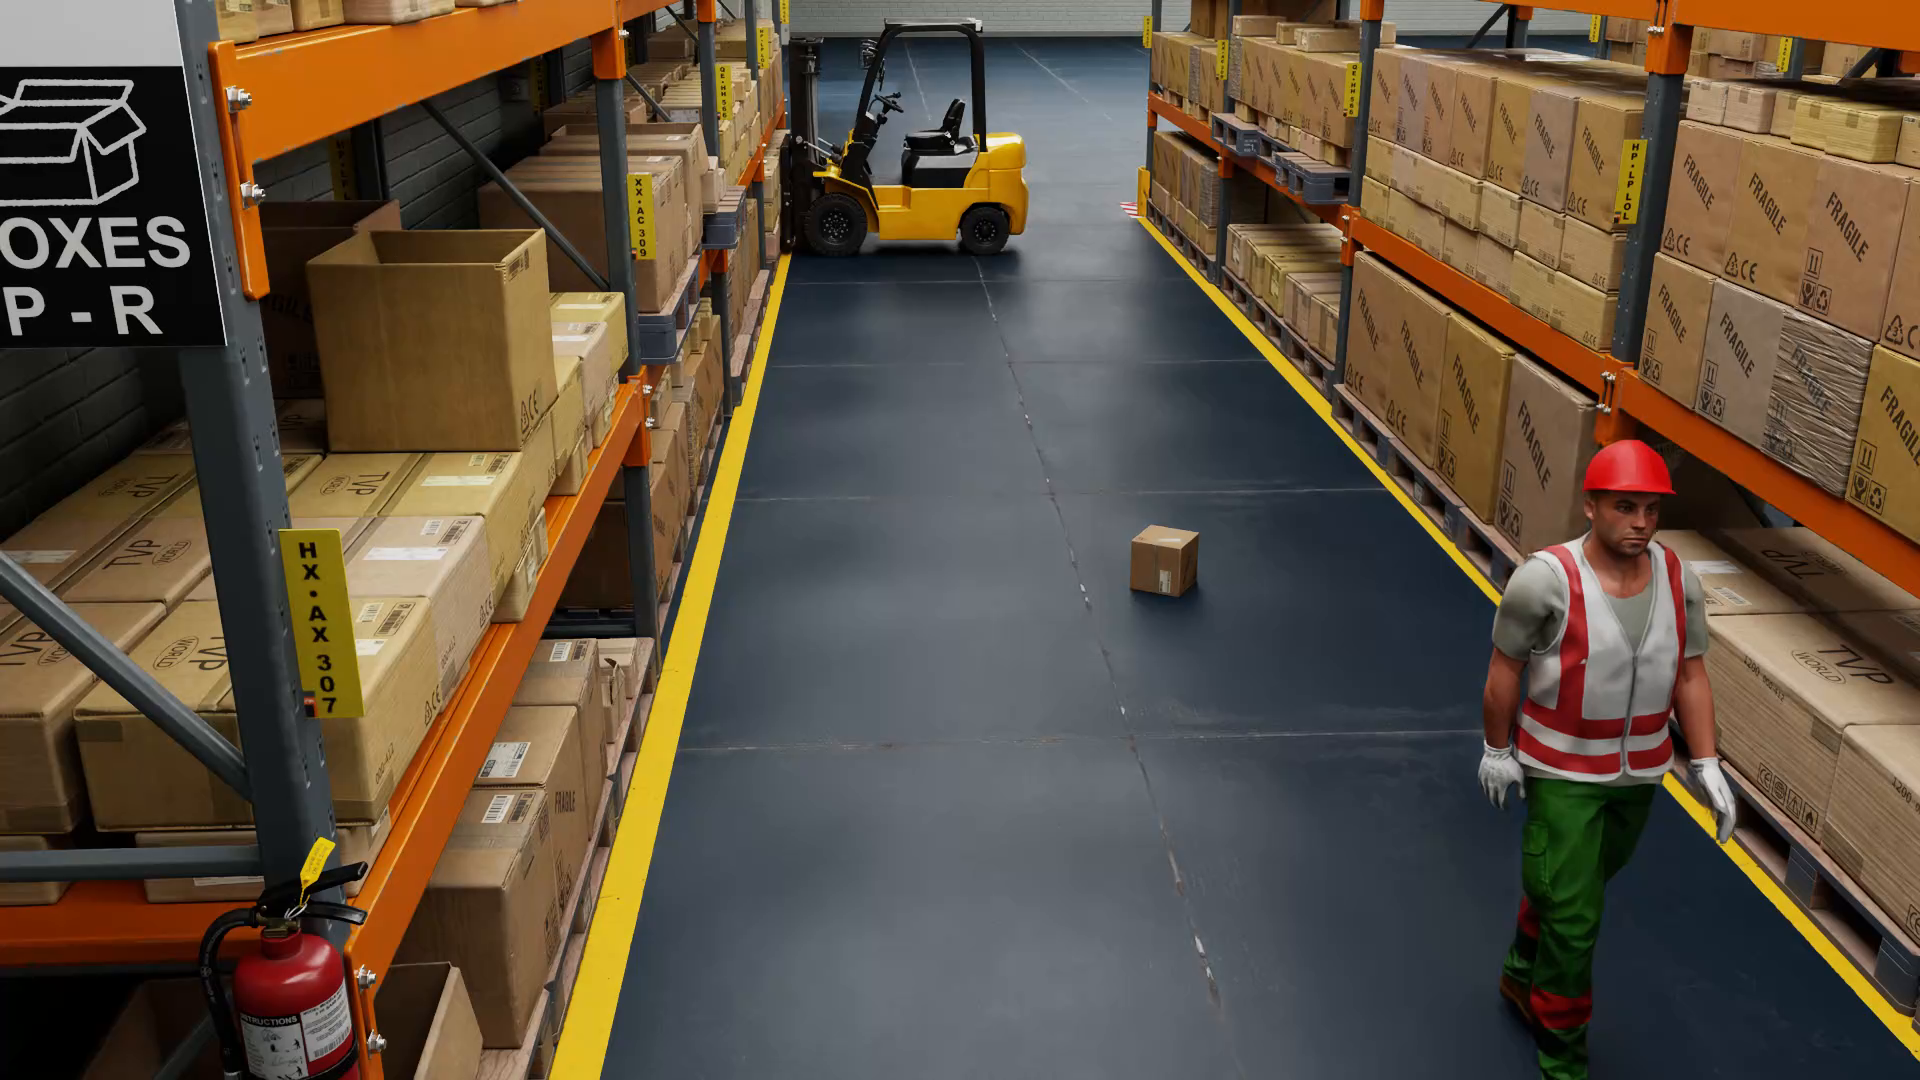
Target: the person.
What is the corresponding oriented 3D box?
[{"bbox_3d":[1.684,0.641,4.278,0.539,1.796,0.794,-4,21,-11],"label":"person"}]
